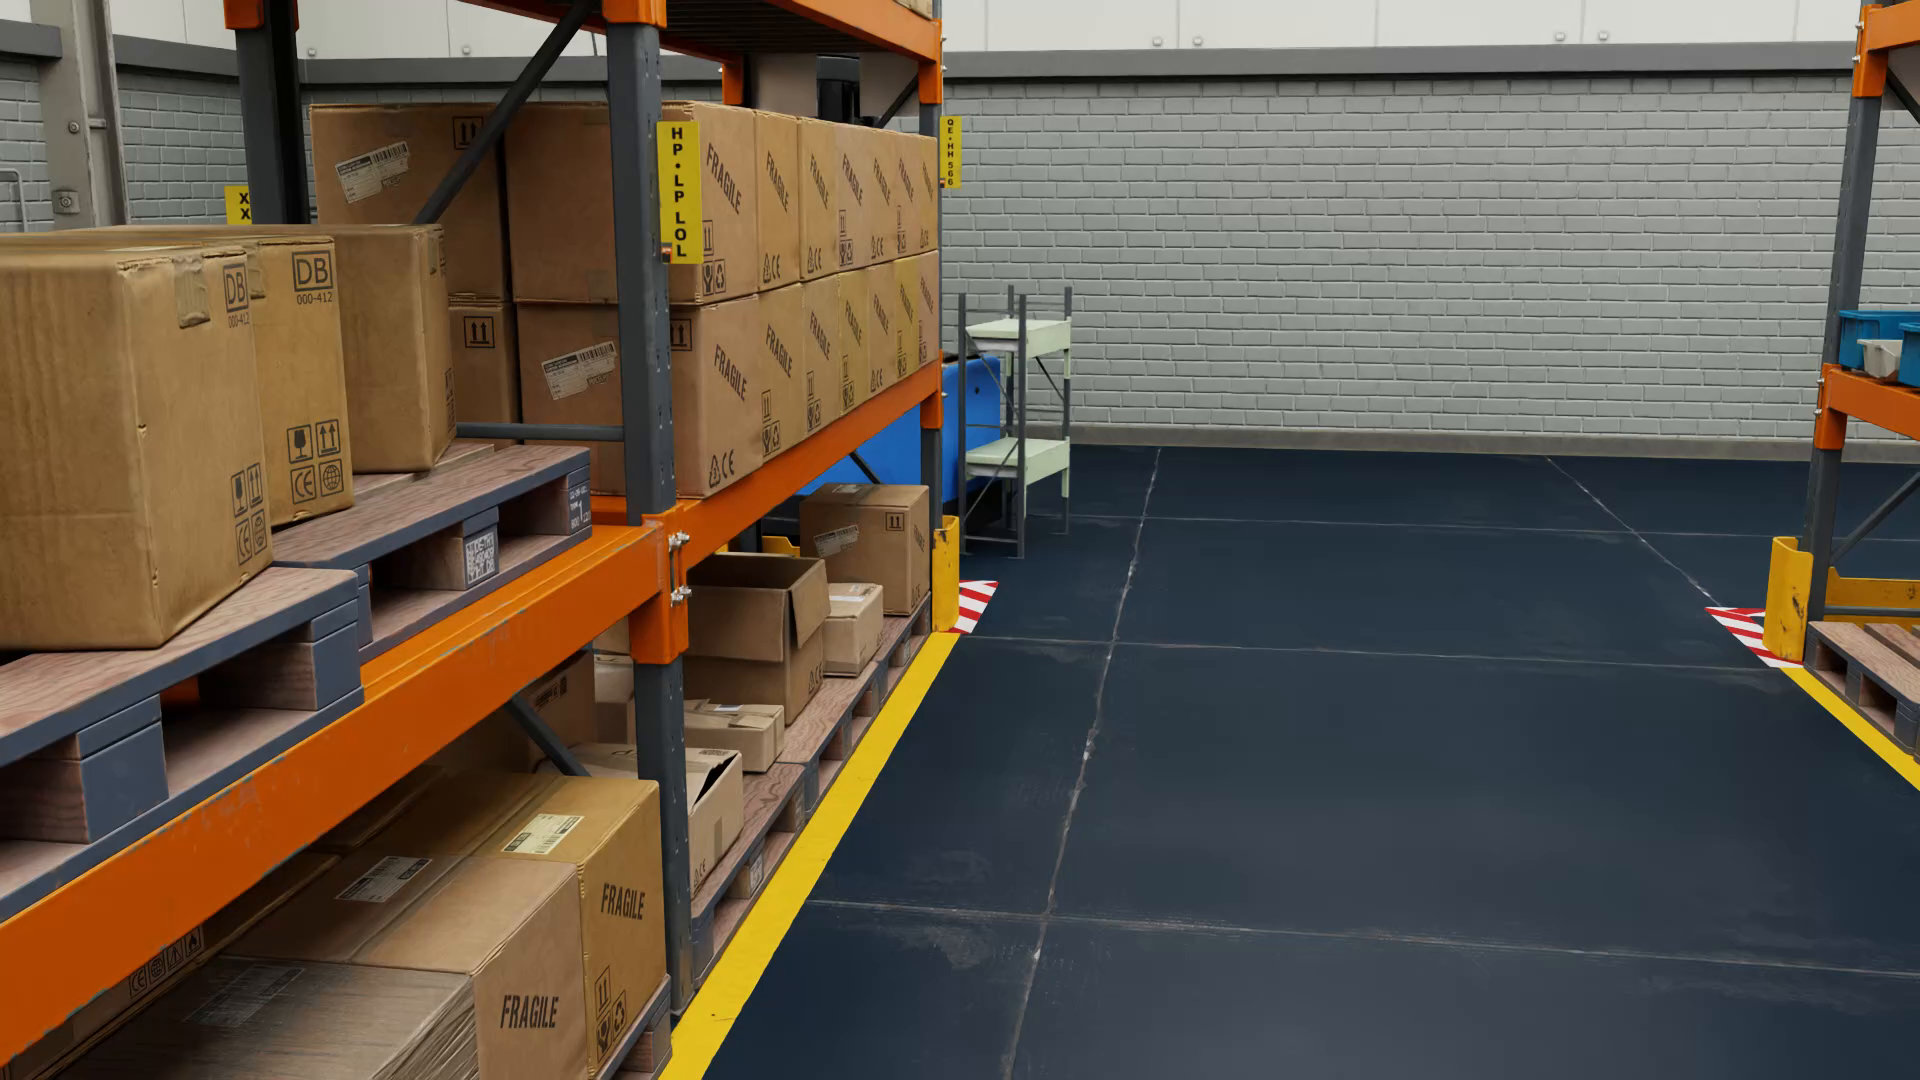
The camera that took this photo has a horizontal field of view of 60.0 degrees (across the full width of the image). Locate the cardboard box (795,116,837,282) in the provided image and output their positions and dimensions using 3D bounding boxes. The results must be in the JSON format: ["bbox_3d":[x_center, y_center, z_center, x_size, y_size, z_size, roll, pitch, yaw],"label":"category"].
[{"bbox_3d":[-0.695,-1.104,5.384,0.500,0.500,0.500,2,12,7],"label":"cardboard box"}]

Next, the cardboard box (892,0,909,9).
[{"bbox_3d":[-0.494,-2.269,6.638,0.500,0.250,0.500,2,12,9],"label":"cardboard box"}]

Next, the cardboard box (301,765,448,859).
[{"bbox_3d":[-1.519,0.837,3.878,0.500,0.500,0.500,1,12,6],"label":"cardboard box"}]

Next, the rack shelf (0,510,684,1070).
[{"bbox_3d":[-1.511,0.505,2.236,1.077,0.370,4.000,2,12,9],"label":"rack shelf"}]

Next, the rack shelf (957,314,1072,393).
[{"bbox_3d":[0.325,-1.088,9.628,0.431,0.370,0.720,5,13,23],"label":"rack shelf"}]

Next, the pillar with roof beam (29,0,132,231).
[{"bbox_3d":[-1.669,-4.638,10.155,9.100,9.000,0.400,2,12,9],"label":"pillar with roof beam"}]

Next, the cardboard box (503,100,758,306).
[{"bbox_3d":[-0.853,-0.889,4.389,0.500,0.500,0.500,2,12,10],"label":"cardboard box"}]

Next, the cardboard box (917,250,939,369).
[{"bbox_3d":[-0.388,-1.042,7.471,0.500,0.500,0.500,2,12,10],"label":"cardboard box"}]

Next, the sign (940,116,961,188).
[{"bbox_3d":[-0.043,-1.794,7.697,0.100,0.325,0.005,2,12,9],"label":"sign"}]

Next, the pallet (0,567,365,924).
[{"bbox_3d":[-1.524,0.259,2.127,1.003,0.211,1.213,2,12,9],"label":"pallet"}]

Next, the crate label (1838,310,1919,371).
[{"bbox_3d":[3.942,-0.841,7.029,0.416,0.233,0.303,2,12,9],"label":"crate label"}]

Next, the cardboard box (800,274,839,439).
[{"bbox_3d":[-0.701,-0.619,5.510,0.500,0.500,0.500,2,12,8],"label":"cardboard box"}]

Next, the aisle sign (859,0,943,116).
[{"bbox_3d":[-0.275,-2.370,7.701,0.394,0.787,0.004,2,12,9],"label":"aisle sign"}]

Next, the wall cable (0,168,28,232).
[{"bbox_3d":[-6.221,-2.049,9.969,0.084,1.984,1.851,2,12,9],"label":"wall cable"}]

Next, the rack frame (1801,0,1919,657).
[{"bbox_3d":[4.306,-0.934,7.207,1.000,3.000,0.127,2,12,9],"label":"rack frame"}]

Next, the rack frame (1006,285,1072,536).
[{"bbox_3d":[0.472,-0.777,10.038,0.400,1.500,0.023,5,13,23],"label":"rack frame"}]

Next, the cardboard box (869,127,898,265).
[{"bbox_3d":[-0.537,-1.318,6.379,0.500,0.500,0.500,2,12,10],"label":"cardboard box"}]

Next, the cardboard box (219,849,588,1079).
[{"bbox_3d":[-1.080,0.959,3.313,0.500,0.500,0.500,2,12,9],"label":"cardboard box"}]

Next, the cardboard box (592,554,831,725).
[{"bbox_3d":[-0.920,0.351,6.124,0.797,0.503,0.637,2,12,9],"label":"cardboard box"}]

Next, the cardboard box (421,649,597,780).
[{"bbox_3d":[-1.396,0.617,4.902,0.500,0.500,0.500,2,12,9],"label":"cardboard box"}]

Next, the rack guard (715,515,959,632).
[{"bbox_3d":[-0.600,0.143,8.145,1.175,0.500,0.348,2,12,9],"label":"rack guard"}]

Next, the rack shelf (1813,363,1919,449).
[{"bbox_3d":[3.998,-0.166,5.351,1.077,0.370,4.000,2,12,9],"label":"rack shelf"}]

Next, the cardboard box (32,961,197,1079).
[{"bbox_3d":[-1.674,1.052,2.880,0.500,0.500,0.500,2,12,9],"label":"cardboard box"}]

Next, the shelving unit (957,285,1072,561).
[{"bbox_3d":[0.325,-0.706,9.710,0.431,1.500,0.755,5,13,23],"label":"shelving unit"}]

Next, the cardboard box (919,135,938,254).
[{"bbox_3d":[-0.385,-1.531,7.368,0.500,0.500,0.500,2,12,8],"label":"cardboard box"}]

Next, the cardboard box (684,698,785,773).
[{"bbox_3d":[-0.802,0.647,5.554,0.380,0.166,0.250,2,12,9],"label":"cardboard box"}]

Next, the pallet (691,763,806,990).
[{"bbox_3d":[-1.097,0.958,5.049,1.003,0.211,1.213,2,12,9],"label":"pallet"}]

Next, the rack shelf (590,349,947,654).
[{"bbox_3d":[-0.896,-0.327,6.099,1.077,0.370,4.000,2,12,9],"label":"rack shelf"}]

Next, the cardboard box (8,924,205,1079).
[{"bbox_3d":[-1.672,0.679,2.833,0.500,0.250,0.500,2,12,9],"label":"cardboard box"}]

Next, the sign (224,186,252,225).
[{"bbox_3d":[-1.741,-0.702,4.075,0.100,0.325,0.005,2,12,9],"label":"sign"}]

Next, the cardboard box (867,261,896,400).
[{"bbox_3d":[-0.547,-0.830,6.489,0.500,0.500,0.500,2,12,9],"label":"cardboard box"}]

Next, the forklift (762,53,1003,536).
[{"bbox_3d":[-1.299,-1.546,10.210,3.031,2.935,1.130,5,13,24],"label":"forklift"}]

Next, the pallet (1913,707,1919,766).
[{"bbox_3d":[3.950,0.853,5.535,1.003,0.211,1.213,2,12,9],"label":"pallet"}]

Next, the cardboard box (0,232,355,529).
[{"bbox_3d":[-1.540,-0.280,2.939,0.700,0.500,0.500,4,13,18],"label":"cardboard box"}]

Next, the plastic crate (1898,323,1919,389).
[{"bbox_3d":[3.841,-0.704,6.394,0.416,0.233,0.300,2,12,9],"label":"plastic crate"}]

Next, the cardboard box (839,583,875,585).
[{"bbox_3d":[-0.580,0.277,7.268,0.380,0.166,0.250,2,12,9],"label":"cardboard box"}]

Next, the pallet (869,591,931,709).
[{"bbox_3d":[-0.722,0.450,7.406,1.003,0.211,1.213,2,12,9],"label":"pallet"}]

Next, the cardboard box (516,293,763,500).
[{"bbox_3d":[-0.856,-0.409,4.533,0.500,0.500,0.500,2,12,10],"label":"cardboard box"}]
